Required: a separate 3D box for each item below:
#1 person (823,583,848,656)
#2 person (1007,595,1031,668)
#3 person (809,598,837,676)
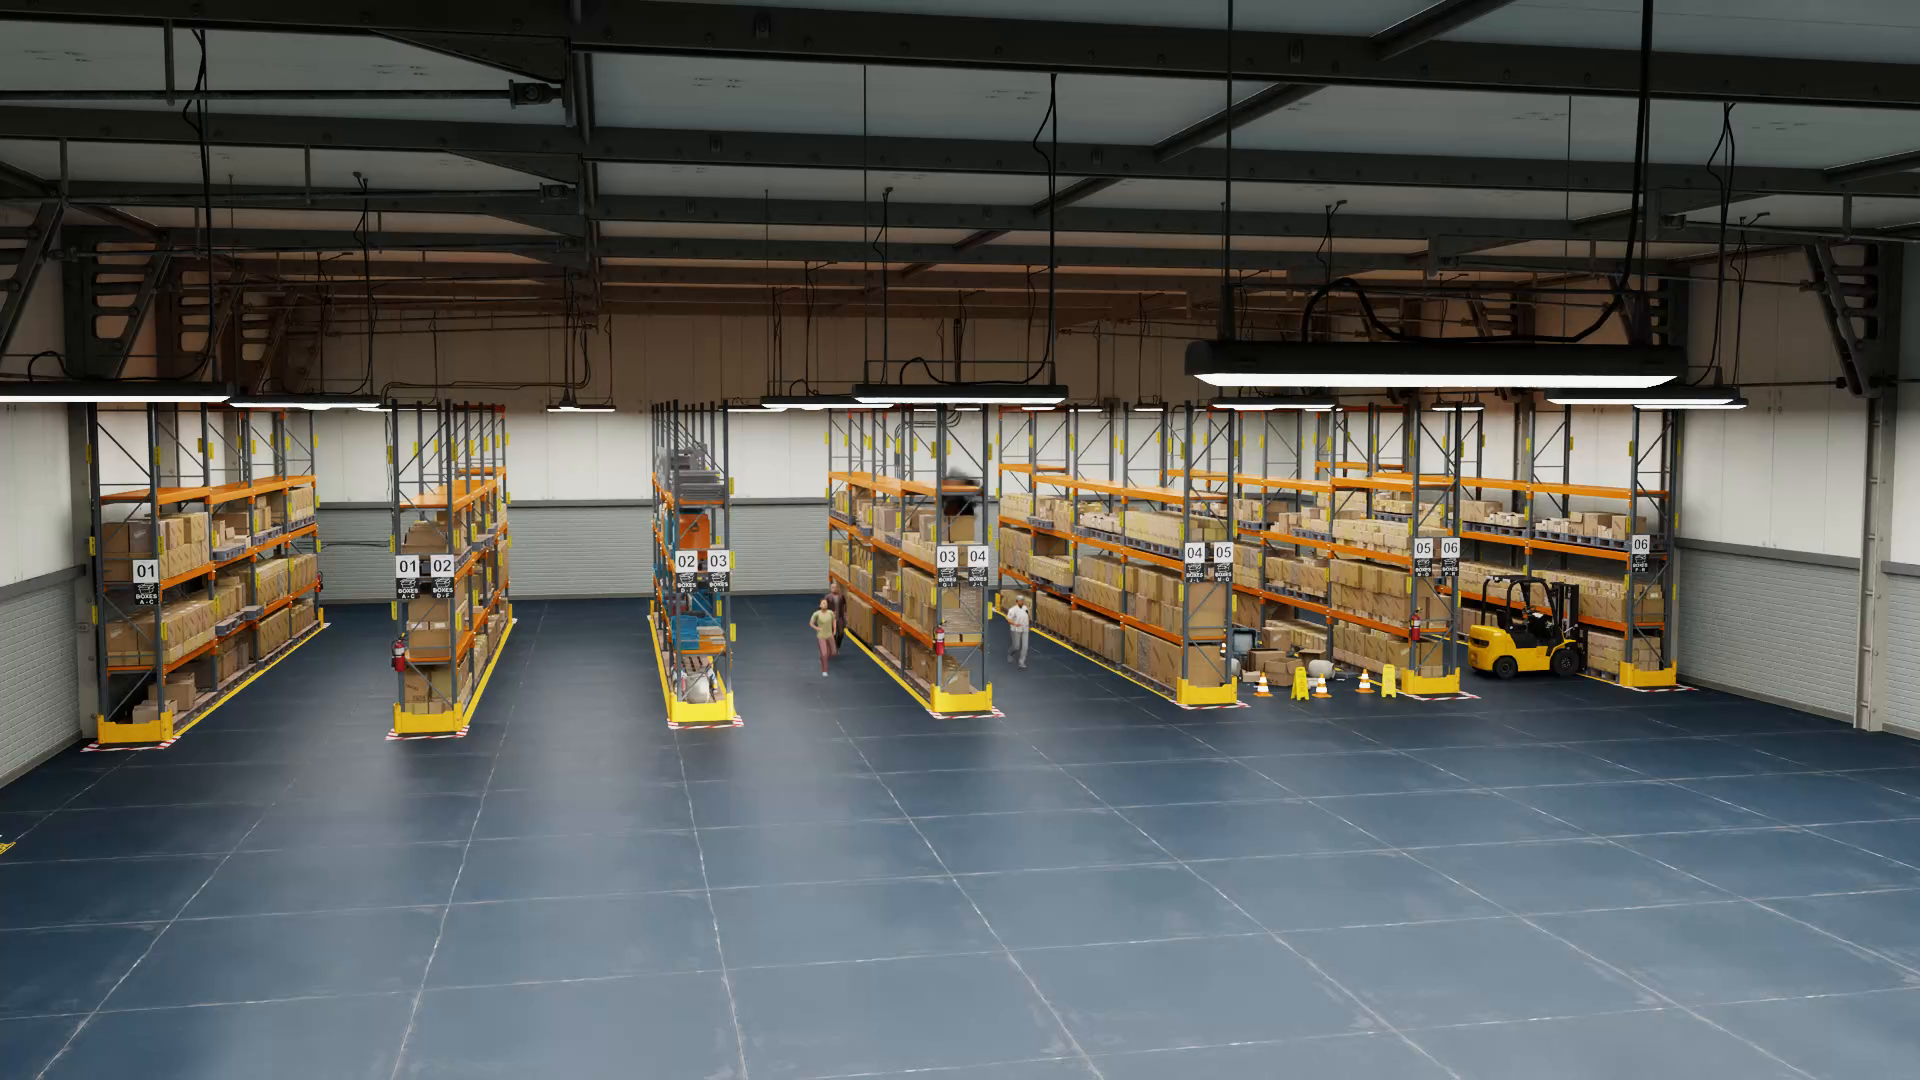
[{"bbox_3d":[-2.940,1.886,39.235,0.673,1.741,0.711,-1,5,-18],"label":"person"},{"bbox_3d":[1.336,2.064,37.751,0.616,1.630,0.679,-2,5,-25],"label":"person"},{"bbox_3d":[-2.841,2.031,34.843,0.631,1.629,0.551,-2,5,-28],"label":"person"}]
